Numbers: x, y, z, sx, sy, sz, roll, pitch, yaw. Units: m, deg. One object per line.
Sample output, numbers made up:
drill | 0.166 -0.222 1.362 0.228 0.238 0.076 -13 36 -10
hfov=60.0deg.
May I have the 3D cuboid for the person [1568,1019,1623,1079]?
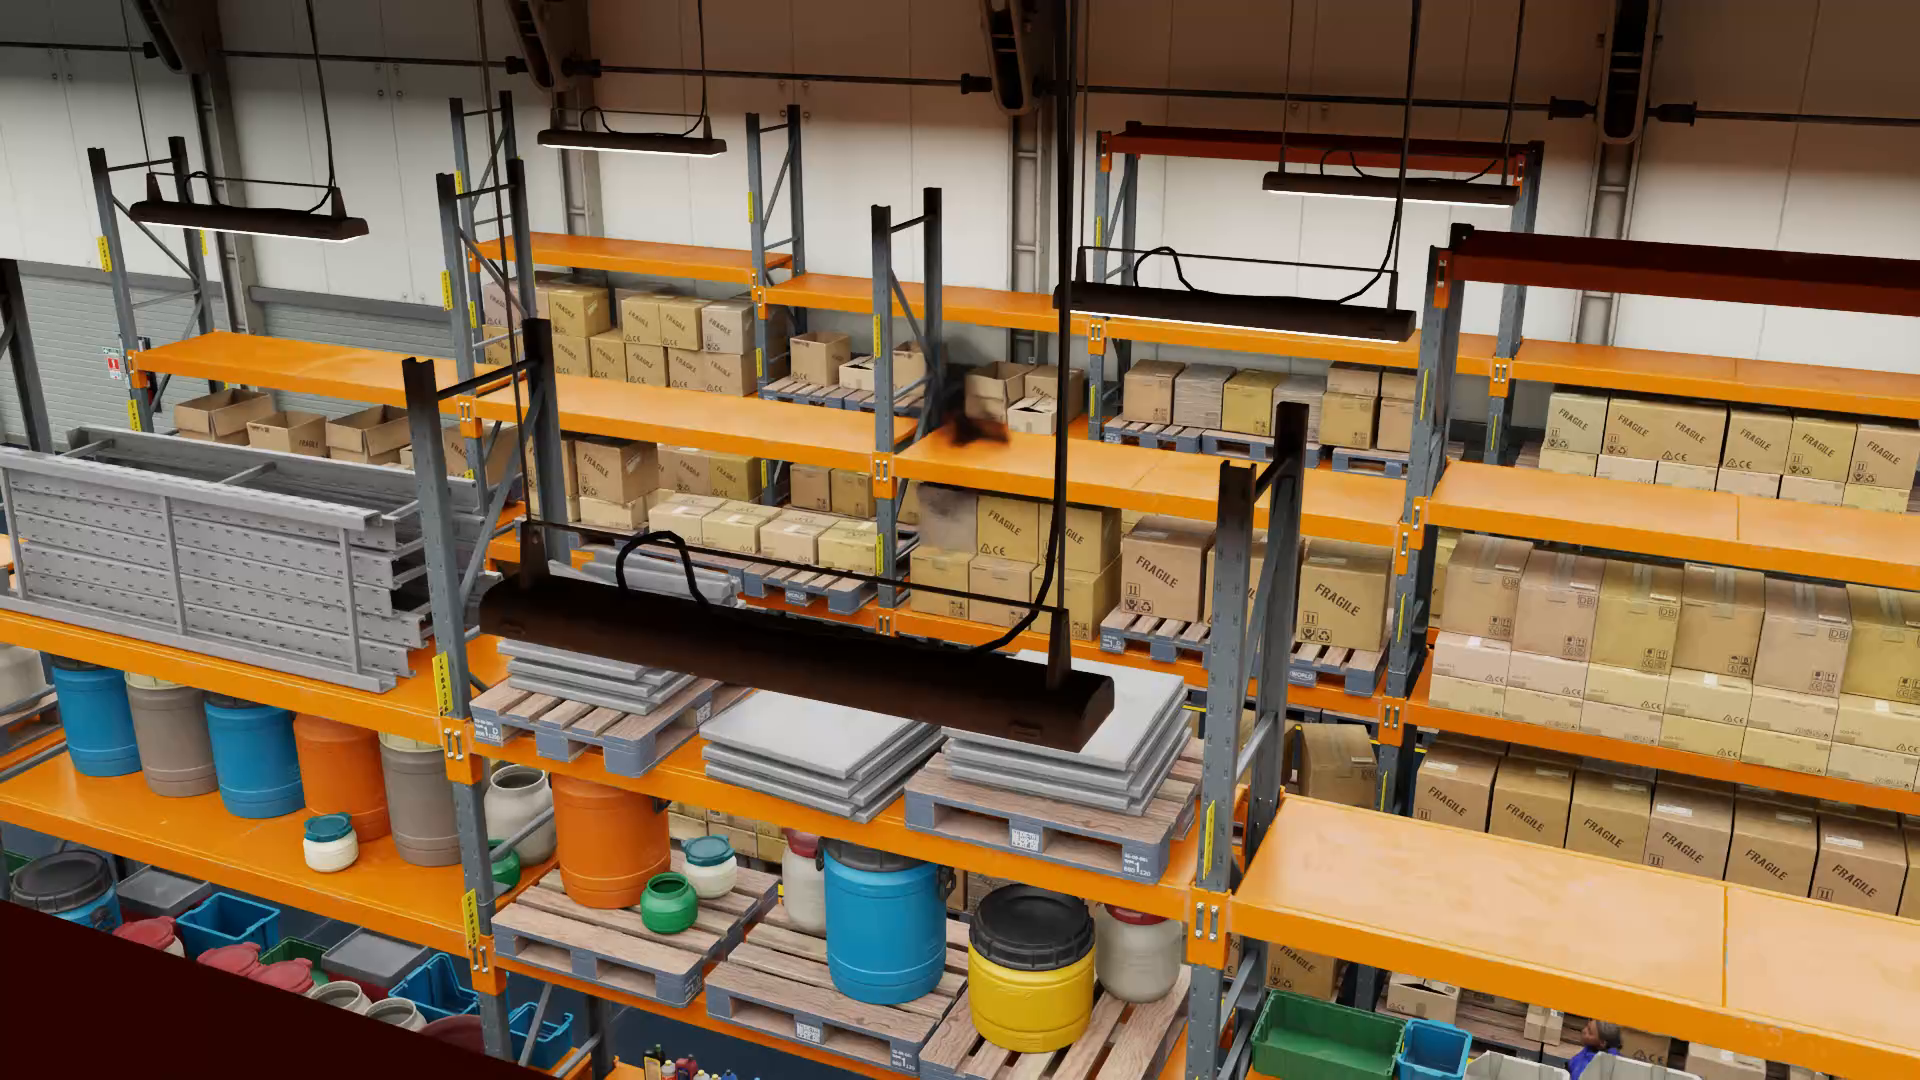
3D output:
person | 3.961 3.702 10.570 0.557 1.604 0.582 5 21 14
